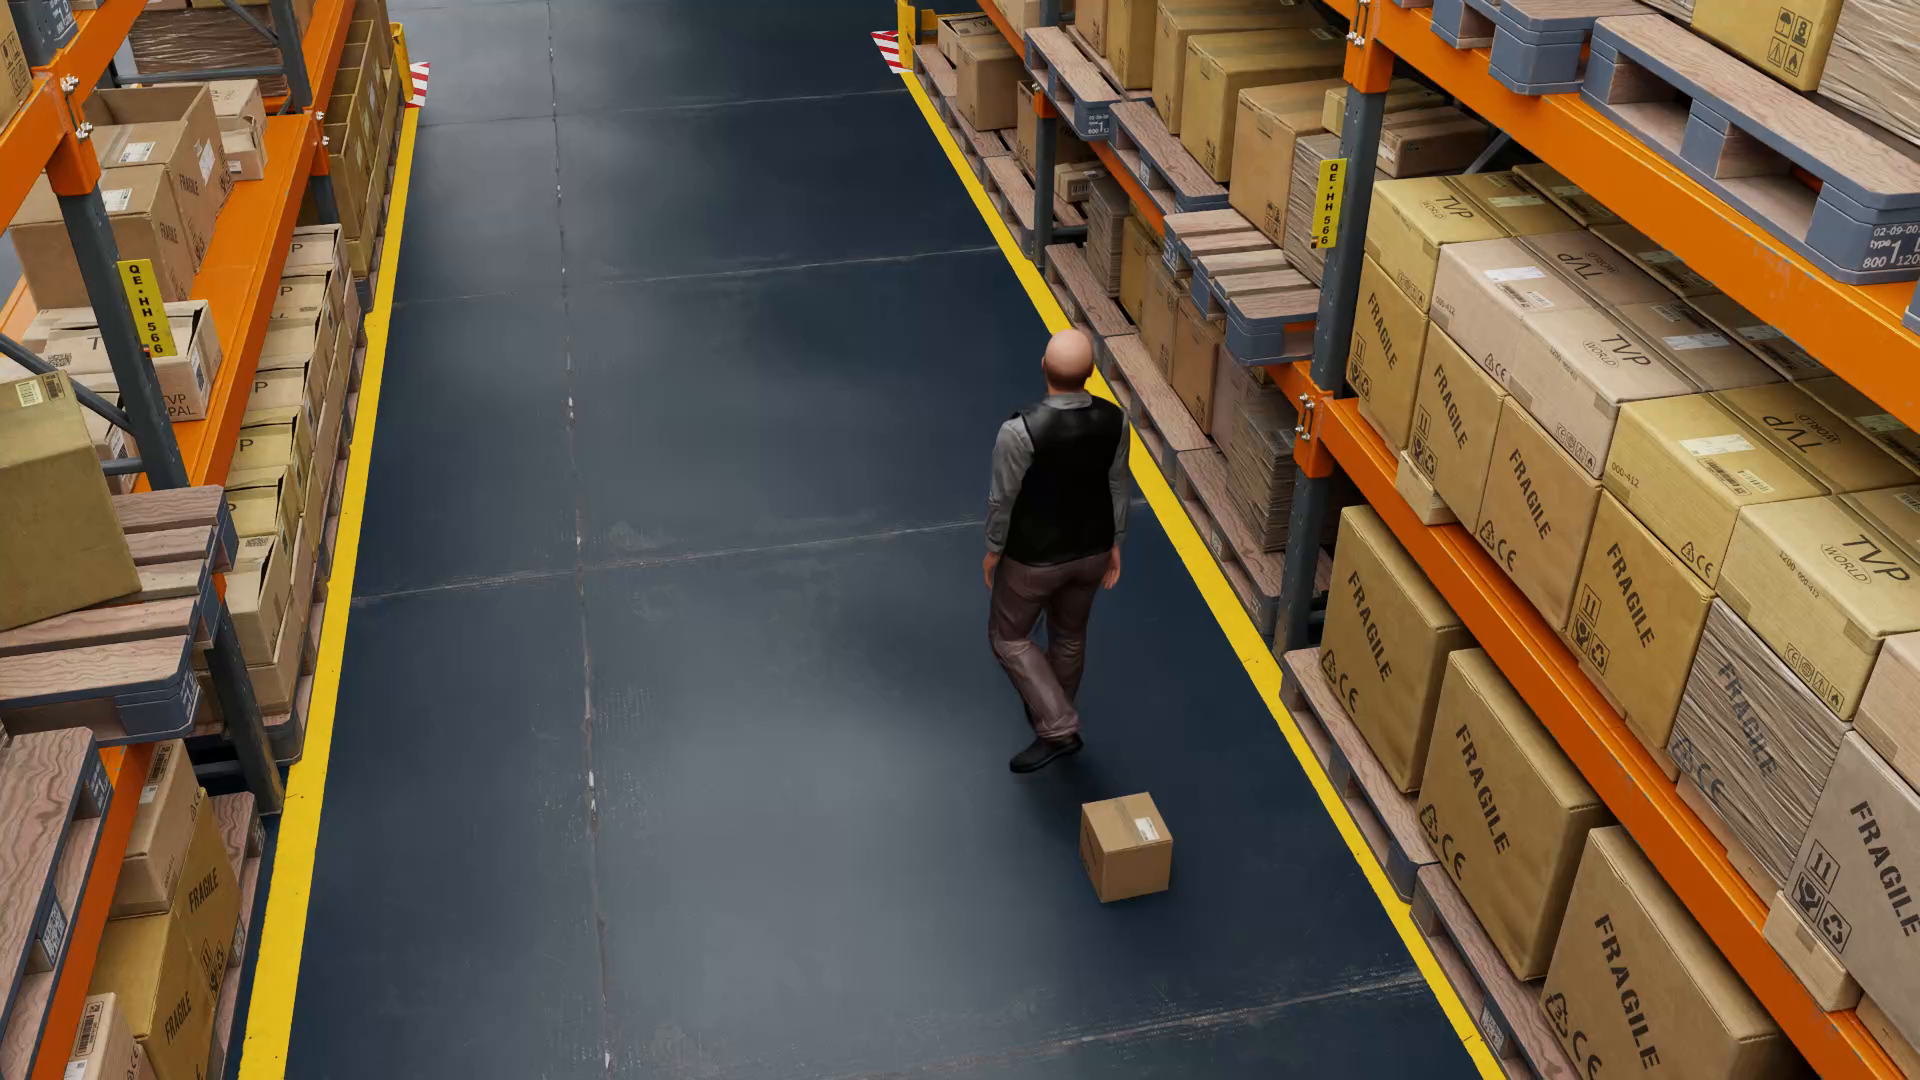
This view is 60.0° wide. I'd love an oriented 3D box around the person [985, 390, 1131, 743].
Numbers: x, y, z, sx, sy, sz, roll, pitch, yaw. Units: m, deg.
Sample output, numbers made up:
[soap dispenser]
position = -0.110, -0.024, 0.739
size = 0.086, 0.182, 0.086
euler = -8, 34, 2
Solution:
[person]
position = 0.384, 0.136, 6.059
size = 0.541, 1.474, 0.545
euler = -14, 36, -19
